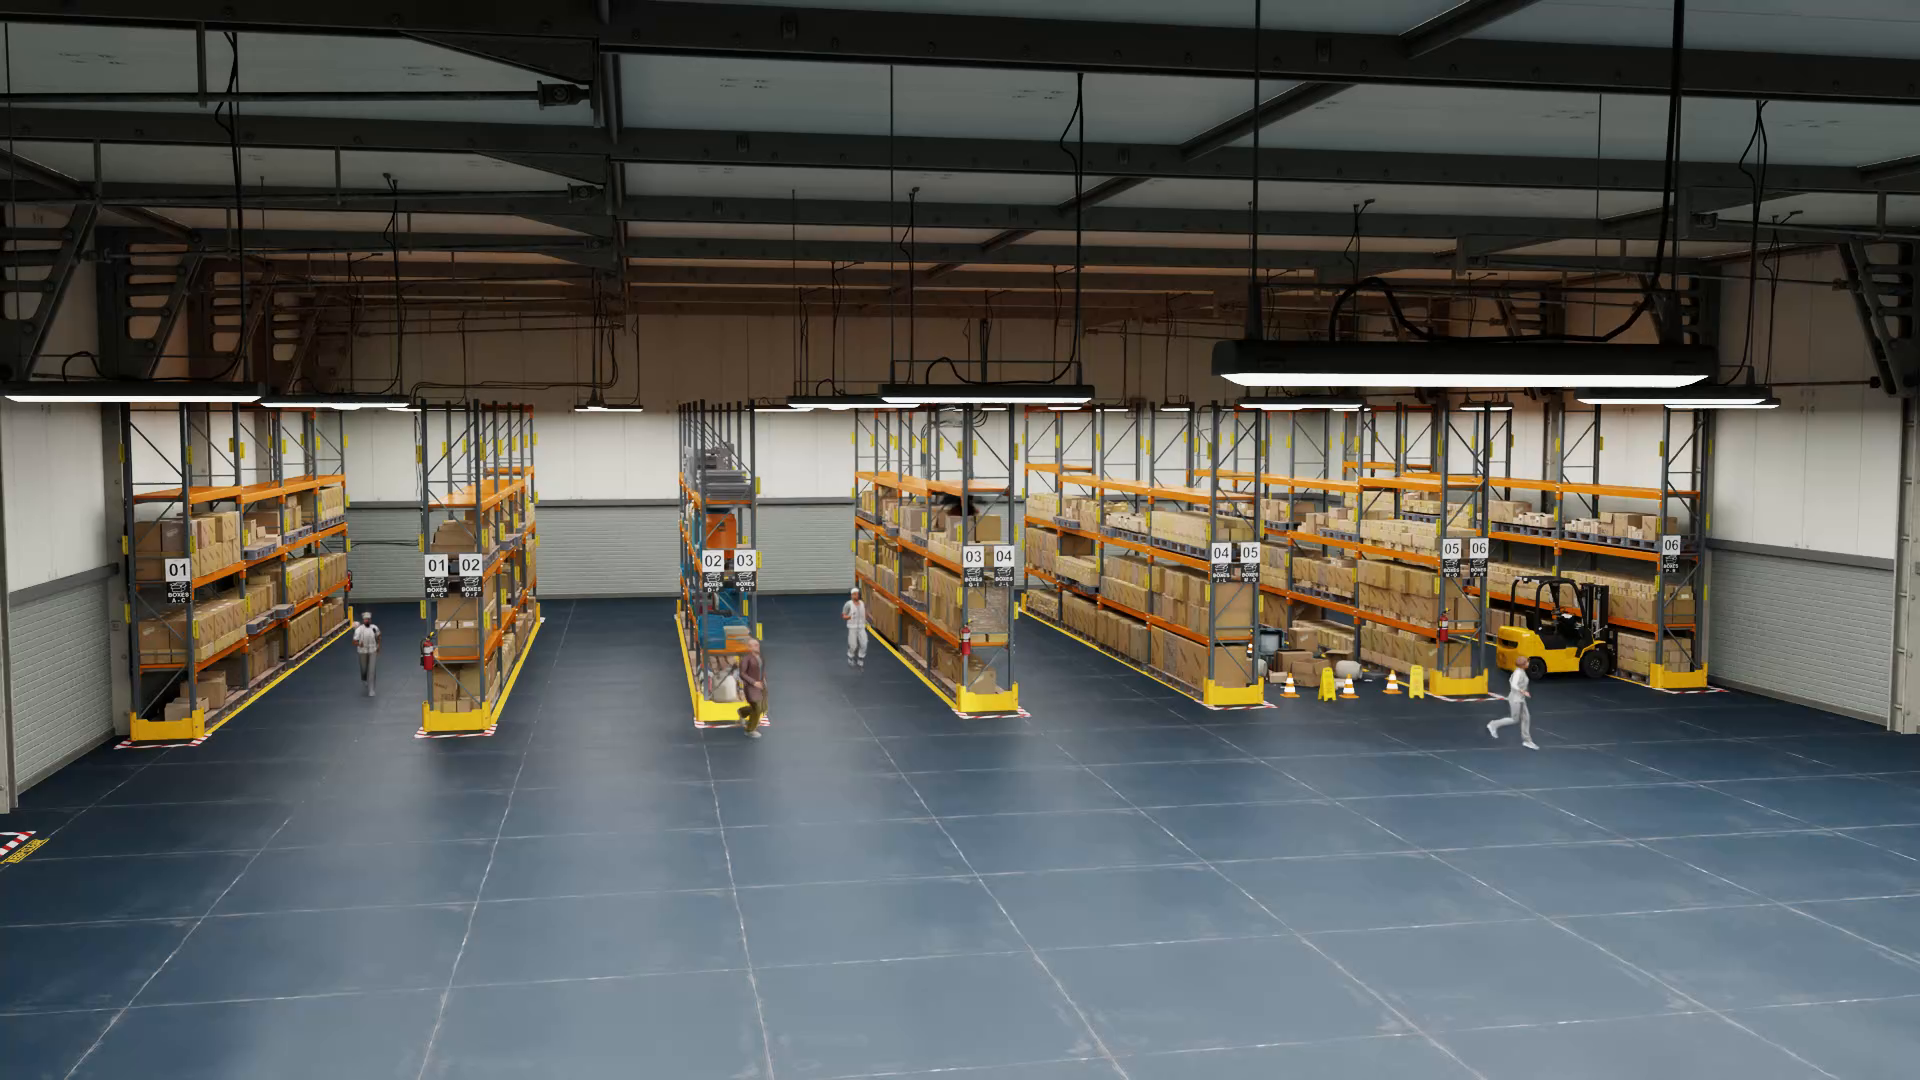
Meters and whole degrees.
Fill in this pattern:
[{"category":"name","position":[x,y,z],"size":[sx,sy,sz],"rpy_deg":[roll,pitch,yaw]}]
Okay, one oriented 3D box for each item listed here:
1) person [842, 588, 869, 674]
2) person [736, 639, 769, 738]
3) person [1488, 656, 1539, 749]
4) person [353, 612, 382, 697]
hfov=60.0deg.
[{"category":"person","position":[-2.211,1.944,35.628],"size":[0.632,1.838,0.705],"rpy_deg":[-2,5,-22]},{"category":"person","position":[-3.697,2.628,29.601],"size":[0.706,1.745,0.741],"rpy_deg":[2,5,28]},{"category":"person","position":[9.559,2.781,28.656],"size":[0.868,1.582,0.566],"rpy_deg":[2,5,27]},{"category":"person","position":[-12.094,2.310,33.970],"size":[0.580,1.695,0.904],"rpy_deg":[-2,5,-25]}]
